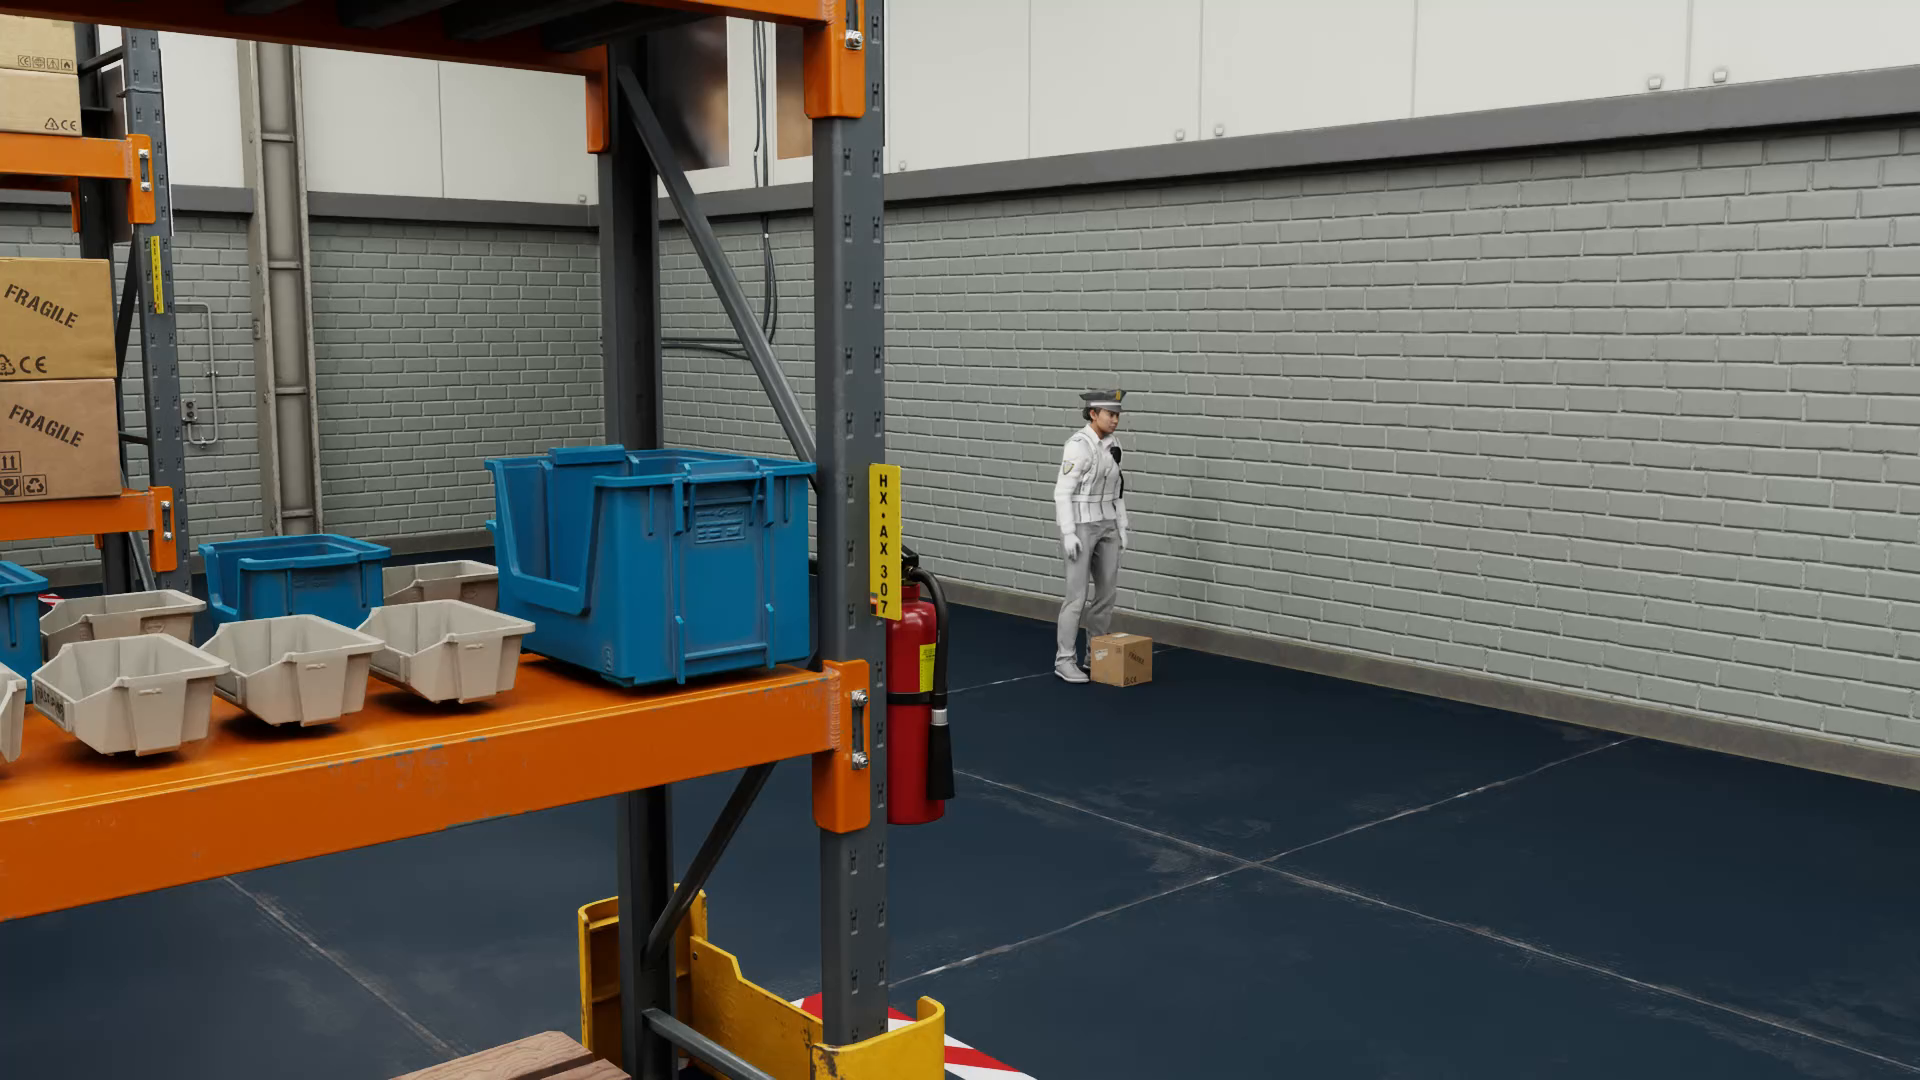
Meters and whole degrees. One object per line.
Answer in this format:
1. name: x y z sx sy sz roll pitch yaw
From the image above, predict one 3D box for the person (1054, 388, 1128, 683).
1. person: 0.766 -0.041 9.583 0.540 1.664 0.375 -7 10 -43
